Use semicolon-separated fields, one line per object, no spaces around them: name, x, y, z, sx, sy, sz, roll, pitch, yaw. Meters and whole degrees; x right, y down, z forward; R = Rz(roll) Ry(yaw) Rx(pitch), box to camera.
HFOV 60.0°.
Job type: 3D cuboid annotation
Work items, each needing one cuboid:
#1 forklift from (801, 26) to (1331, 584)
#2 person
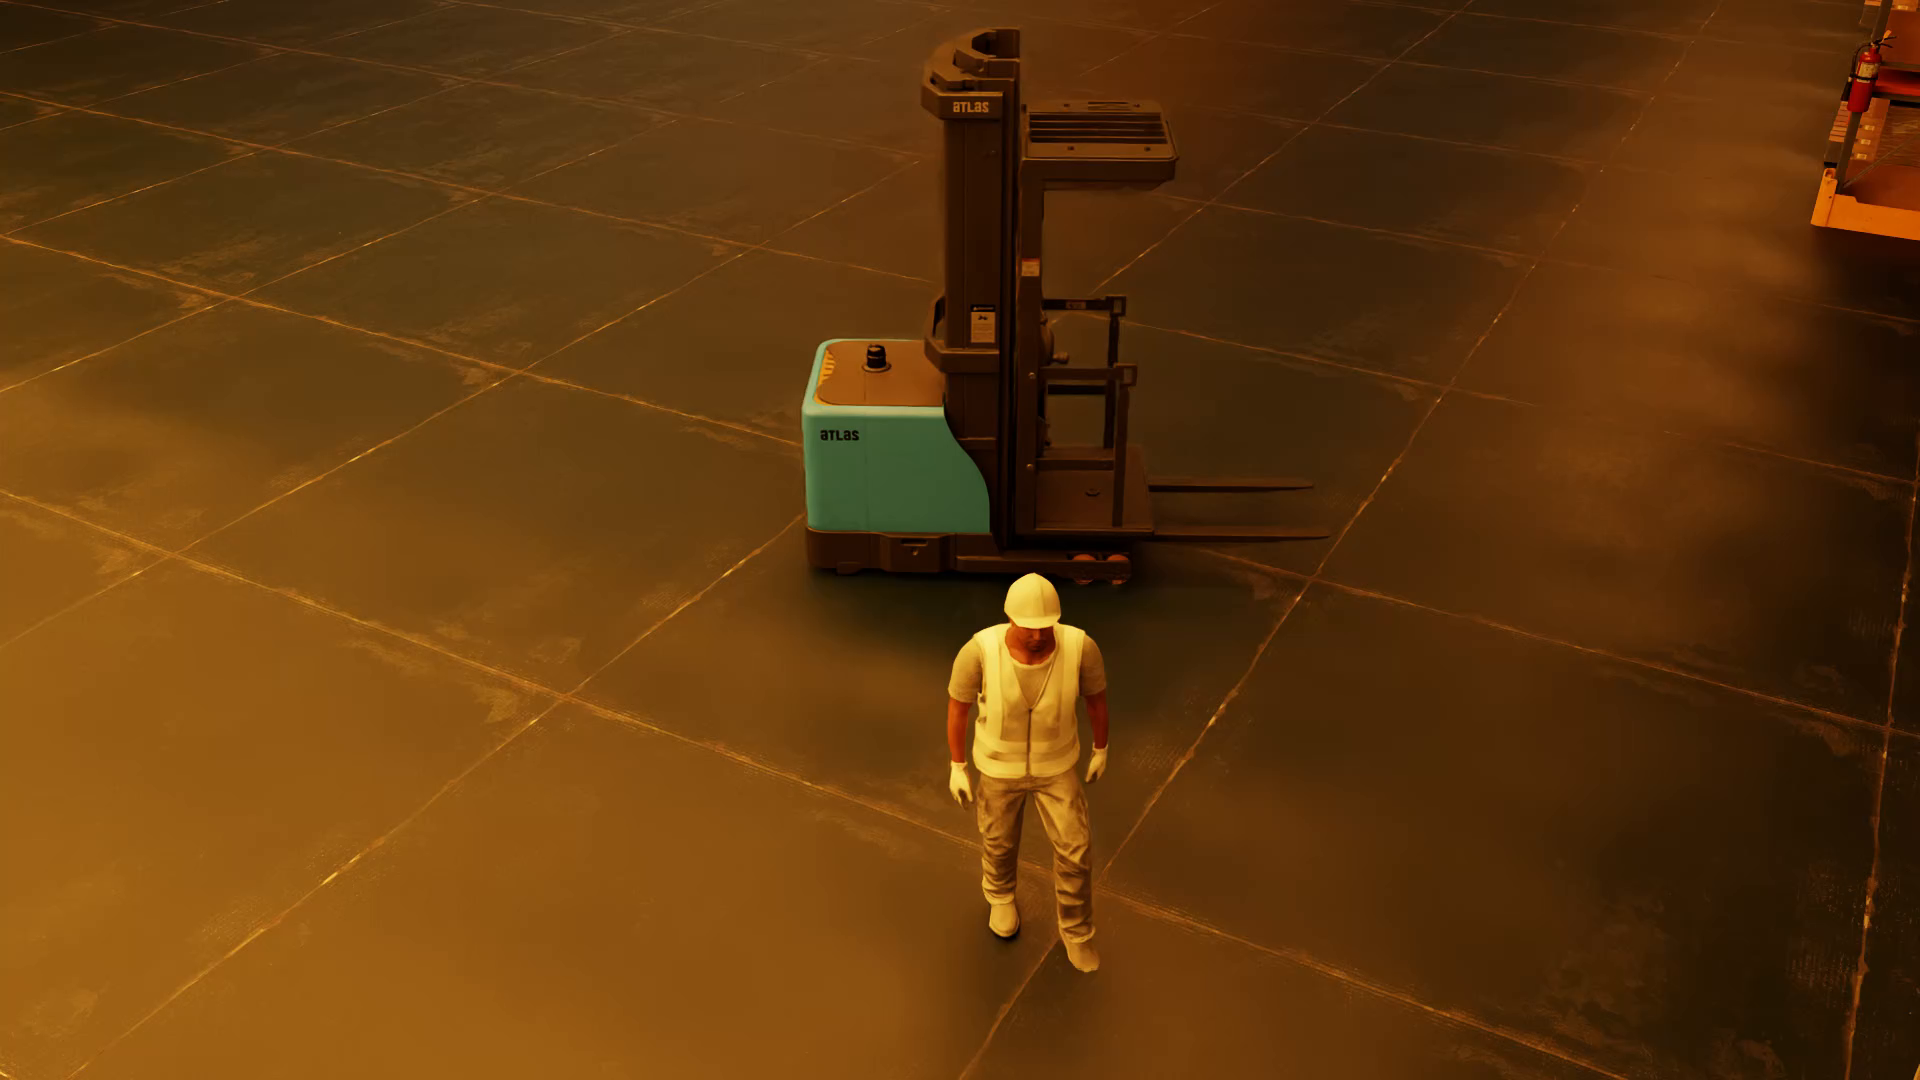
forklift;0.636;-1.287;9.300;3.031;2.935;1.130;1;30;1
person;0.278;0.945;6.664;0.654;1.824;0.530;-1;30;-2
